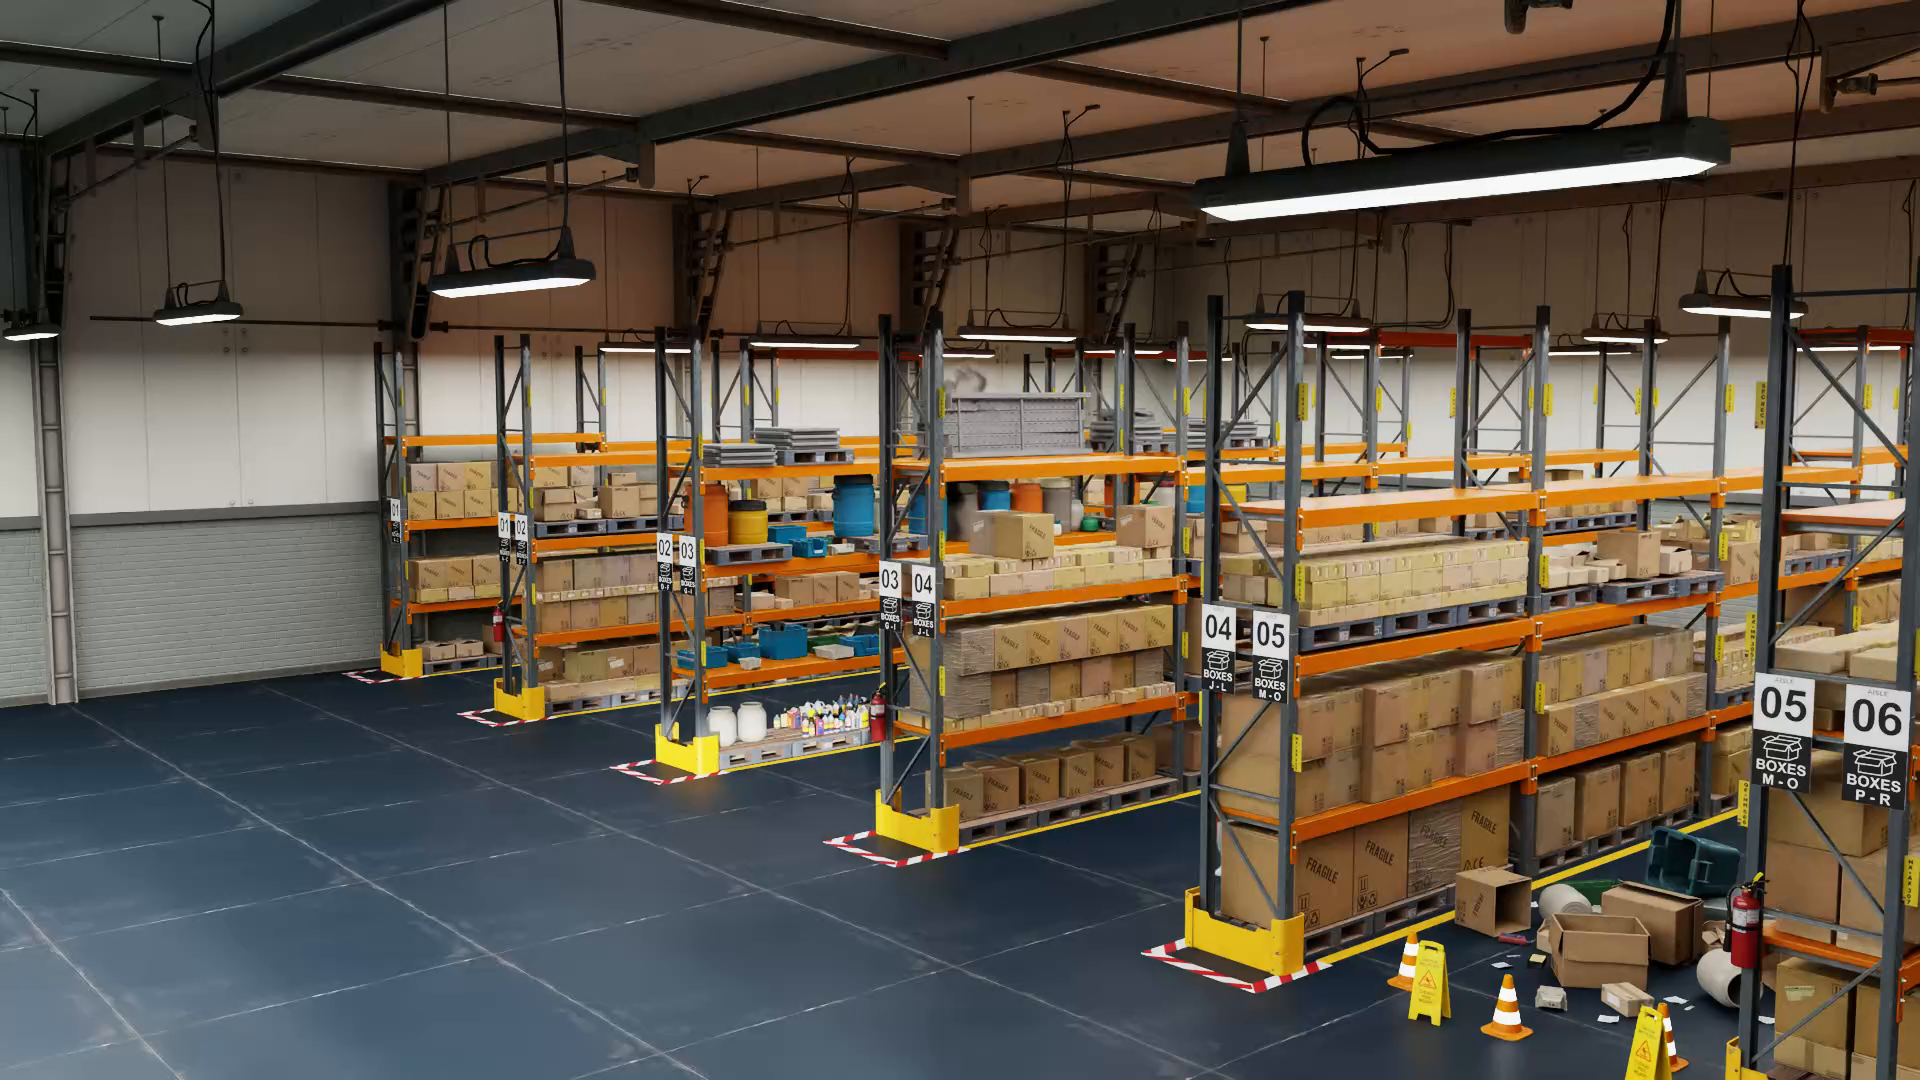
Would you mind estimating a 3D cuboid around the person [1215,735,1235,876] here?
[{"bbox_3d":[2.947,2.691,17.807,0.652,1.739,0.712,-5,7,-44],"label":"person"}]
